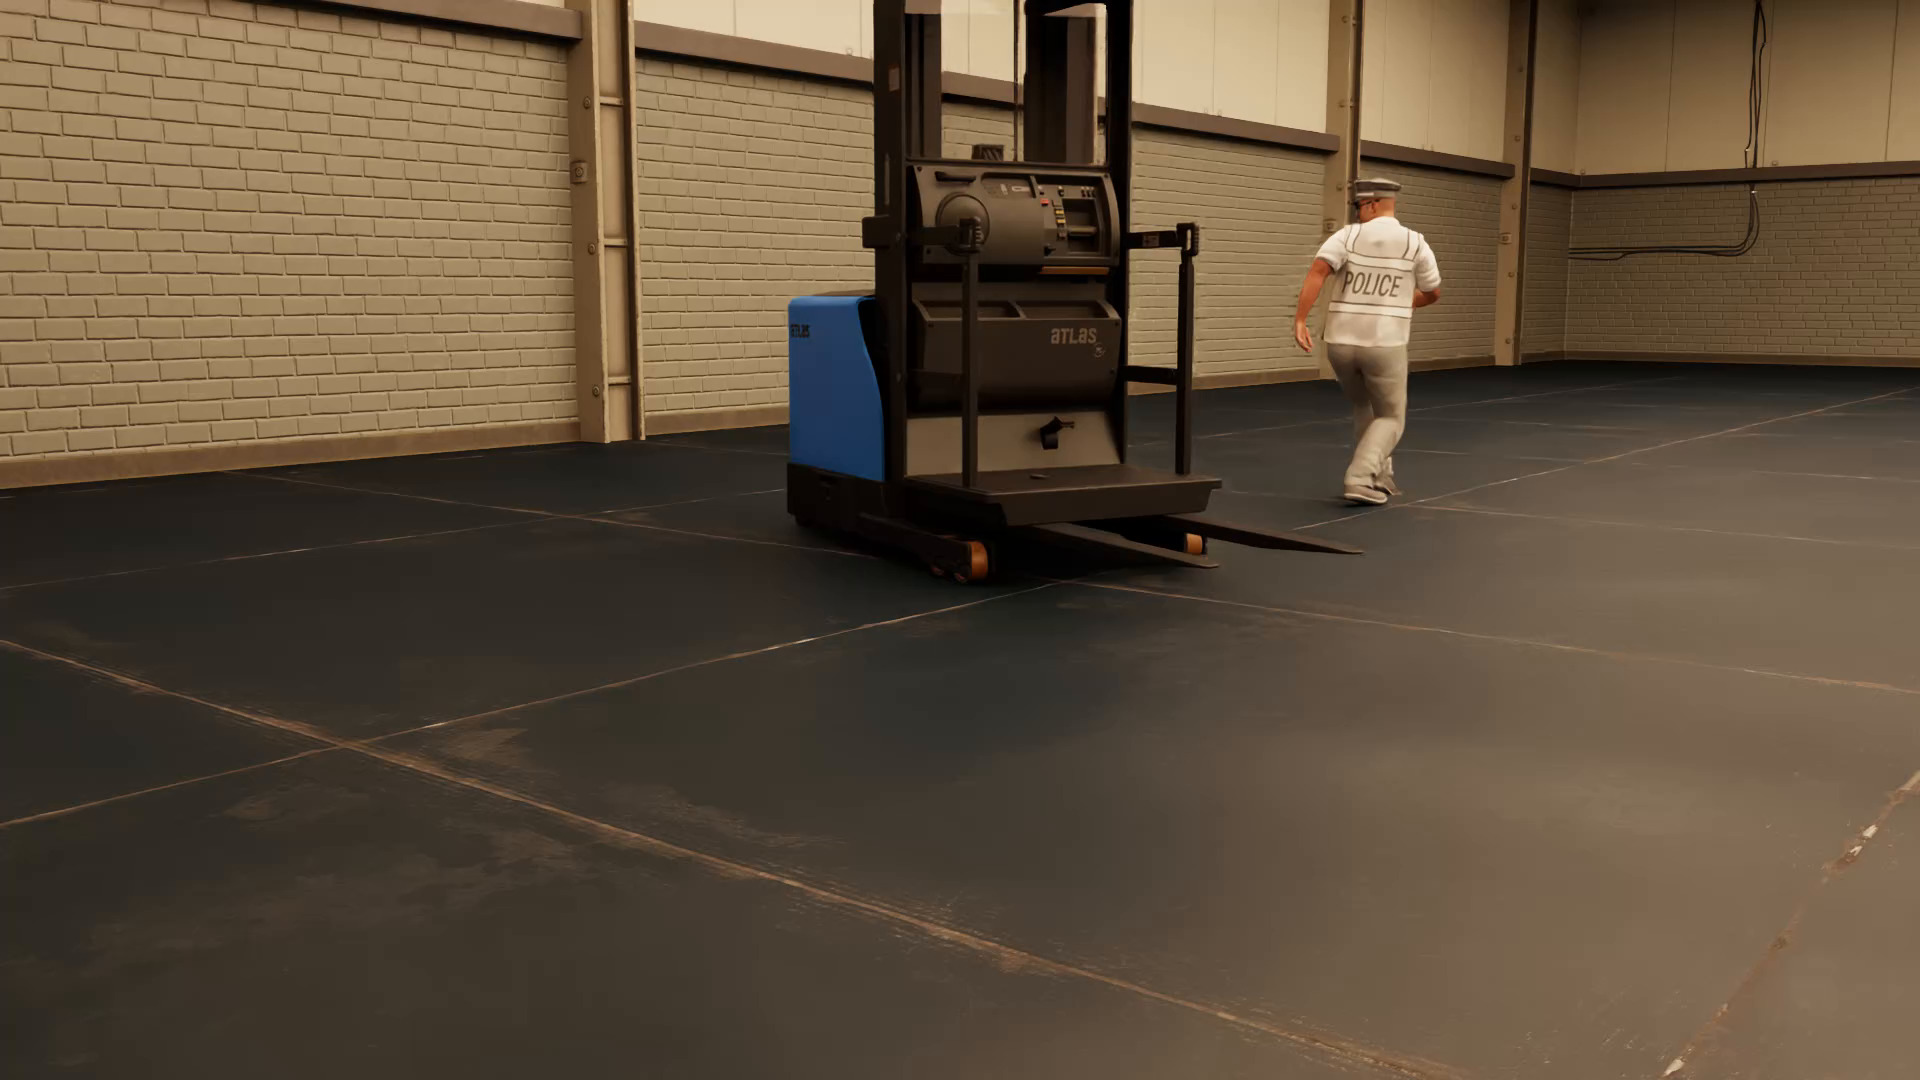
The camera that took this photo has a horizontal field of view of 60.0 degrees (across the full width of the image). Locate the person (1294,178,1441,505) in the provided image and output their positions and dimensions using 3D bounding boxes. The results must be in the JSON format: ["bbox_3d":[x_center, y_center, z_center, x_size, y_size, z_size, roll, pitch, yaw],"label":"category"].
[{"bbox_3d":[2.174,-1.009,8.695,0.579,1.735,0.915,6,10,35],"label":"person"}]

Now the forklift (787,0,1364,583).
[{"bbox_3d":[0.342,-1.360,6.577,1.130,2.935,3.031,-5,9,-28],"label":"forklift"}]
